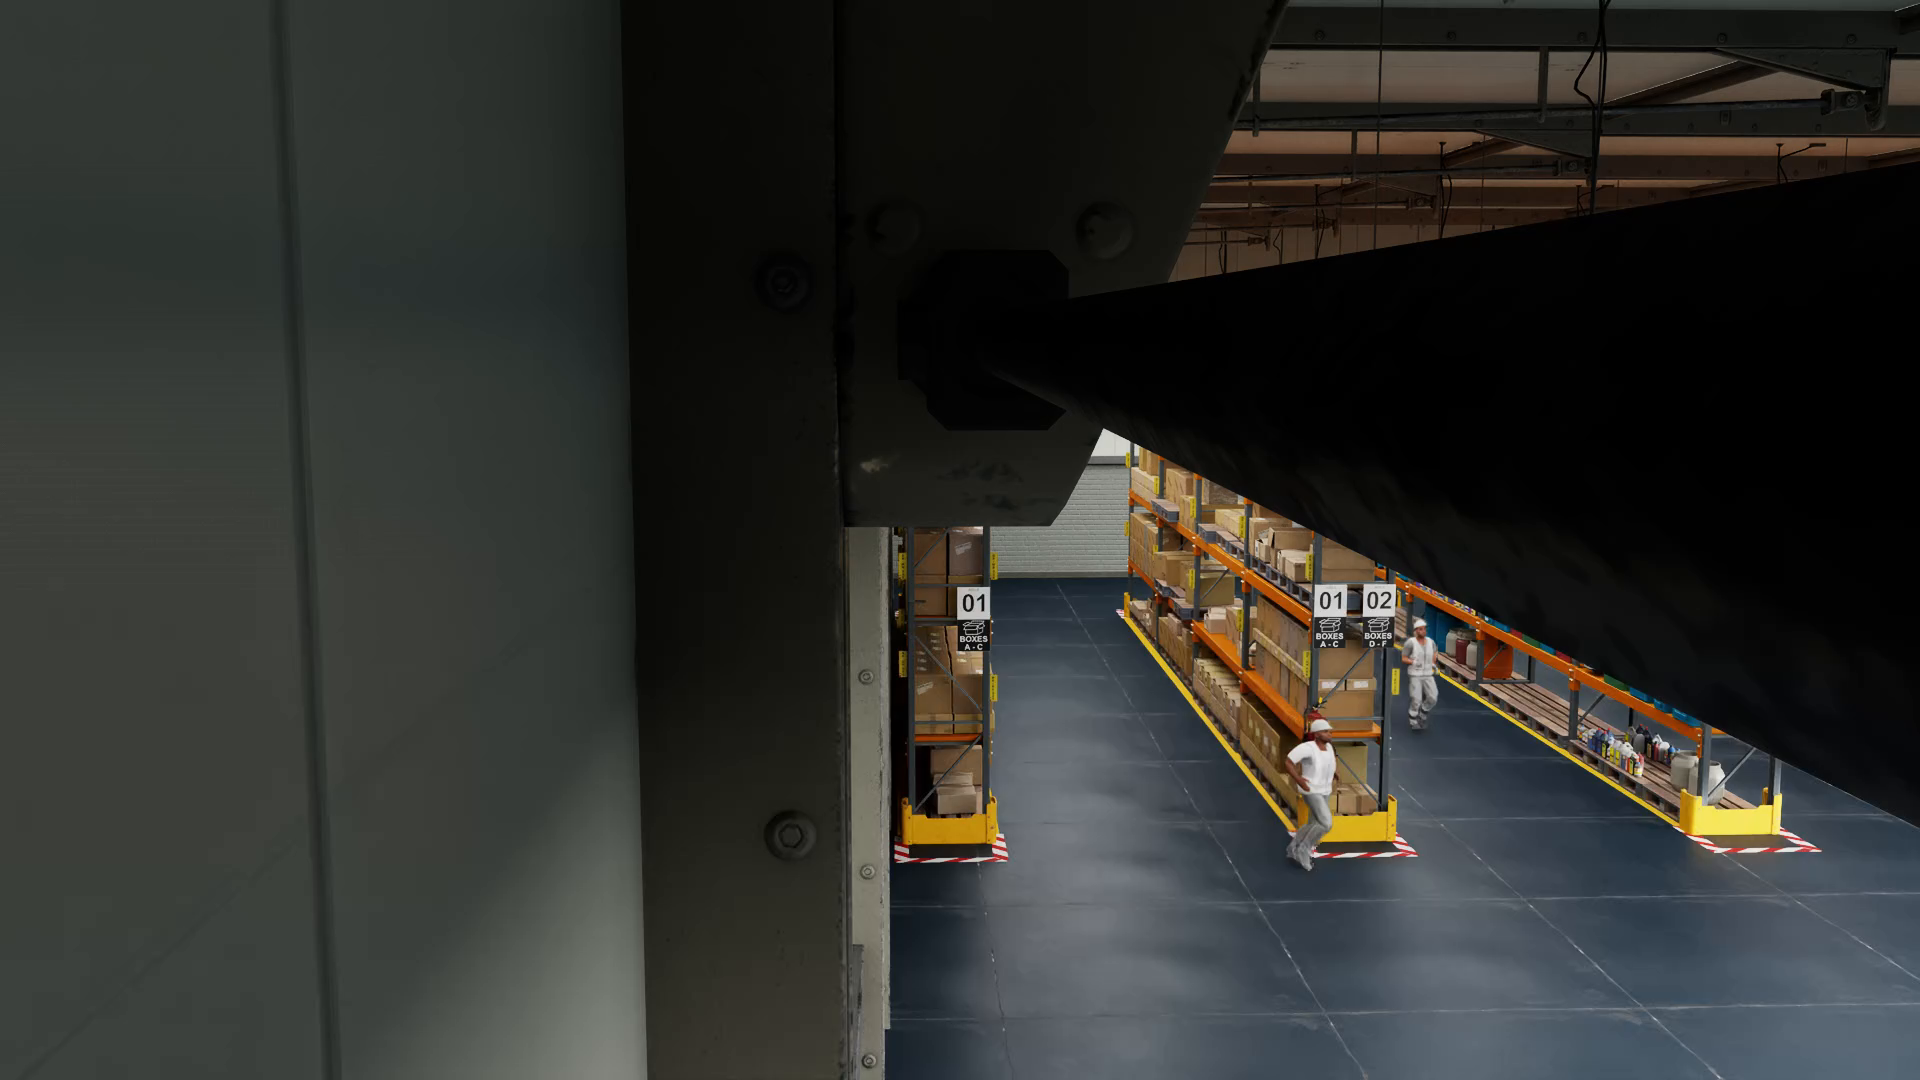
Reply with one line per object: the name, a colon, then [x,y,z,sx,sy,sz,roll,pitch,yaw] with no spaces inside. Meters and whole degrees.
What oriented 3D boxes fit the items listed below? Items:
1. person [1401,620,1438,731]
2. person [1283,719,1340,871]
person: [7.220,2.133,25.942,0.639,1.759,0.612,-1,7,-8]
person: [4.186,2.975,19.544,0.725,1.764,0.623,-7,10,-43]
